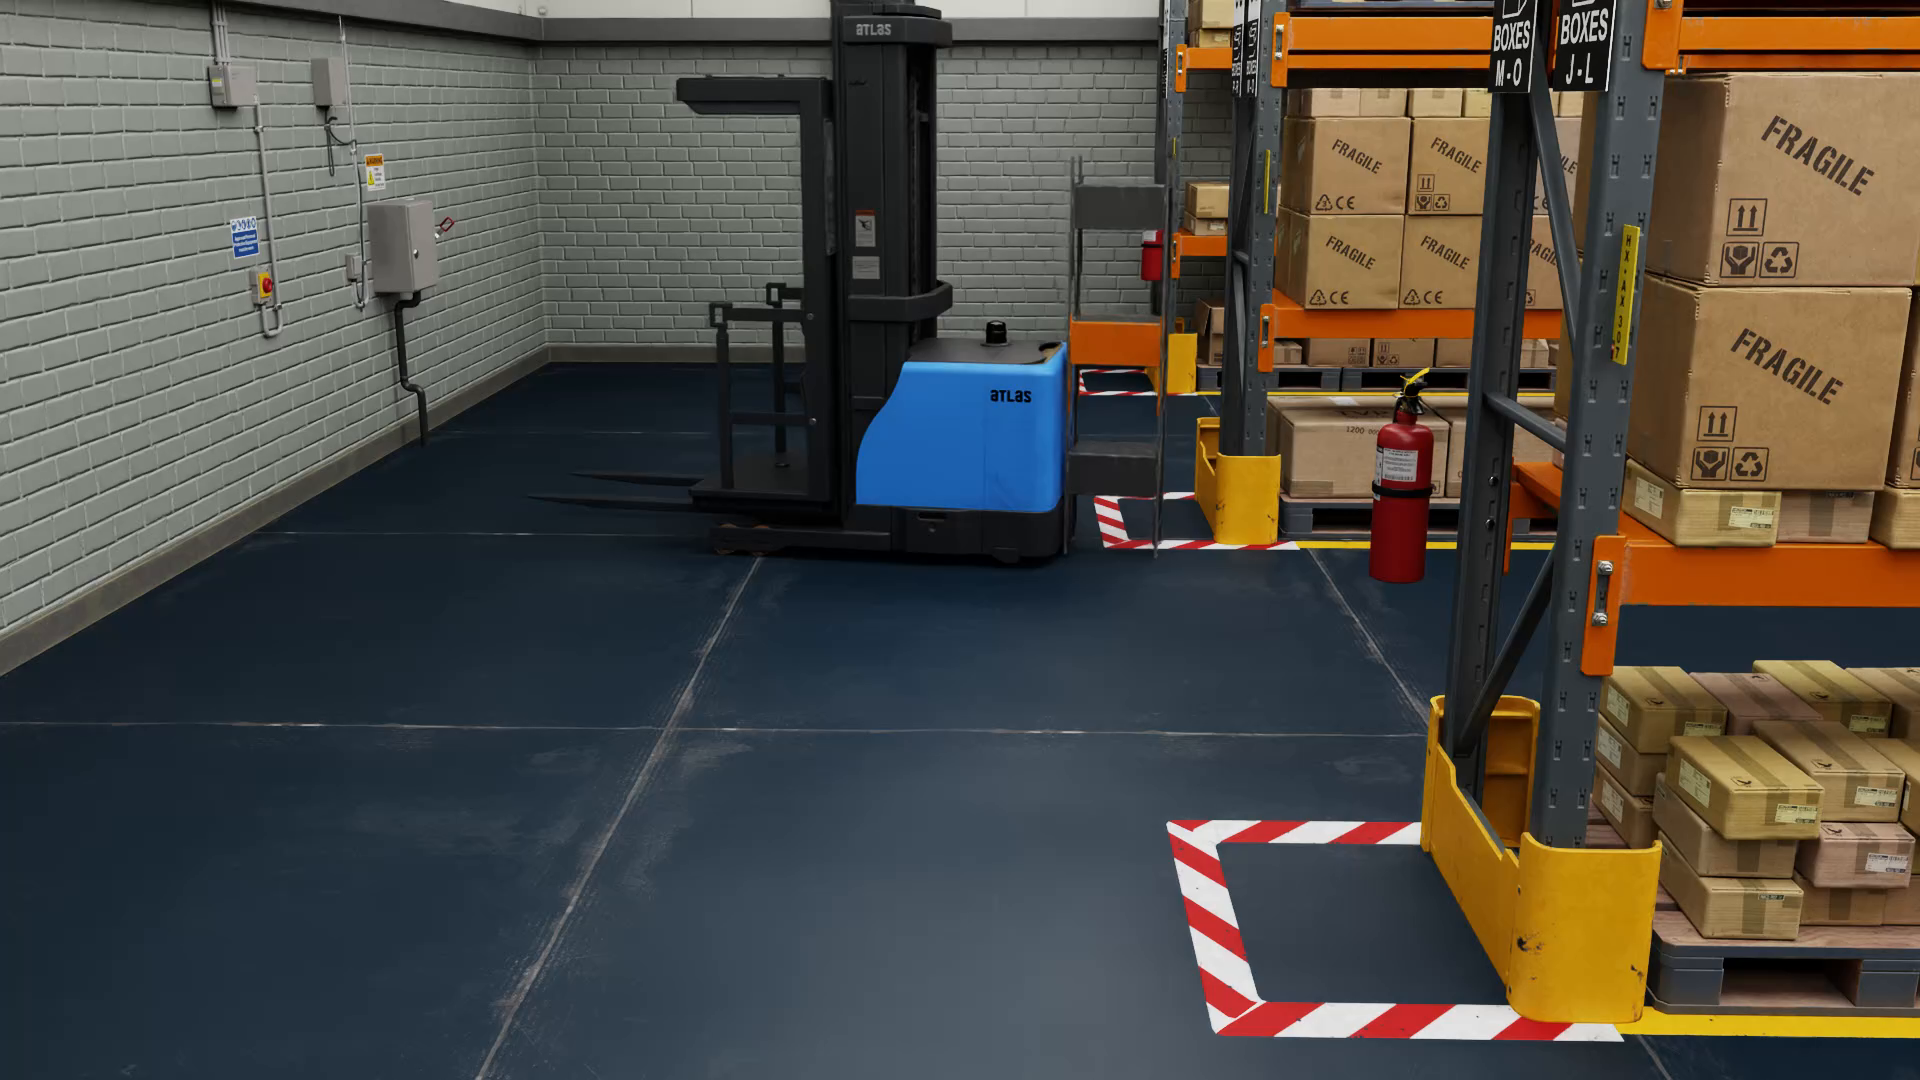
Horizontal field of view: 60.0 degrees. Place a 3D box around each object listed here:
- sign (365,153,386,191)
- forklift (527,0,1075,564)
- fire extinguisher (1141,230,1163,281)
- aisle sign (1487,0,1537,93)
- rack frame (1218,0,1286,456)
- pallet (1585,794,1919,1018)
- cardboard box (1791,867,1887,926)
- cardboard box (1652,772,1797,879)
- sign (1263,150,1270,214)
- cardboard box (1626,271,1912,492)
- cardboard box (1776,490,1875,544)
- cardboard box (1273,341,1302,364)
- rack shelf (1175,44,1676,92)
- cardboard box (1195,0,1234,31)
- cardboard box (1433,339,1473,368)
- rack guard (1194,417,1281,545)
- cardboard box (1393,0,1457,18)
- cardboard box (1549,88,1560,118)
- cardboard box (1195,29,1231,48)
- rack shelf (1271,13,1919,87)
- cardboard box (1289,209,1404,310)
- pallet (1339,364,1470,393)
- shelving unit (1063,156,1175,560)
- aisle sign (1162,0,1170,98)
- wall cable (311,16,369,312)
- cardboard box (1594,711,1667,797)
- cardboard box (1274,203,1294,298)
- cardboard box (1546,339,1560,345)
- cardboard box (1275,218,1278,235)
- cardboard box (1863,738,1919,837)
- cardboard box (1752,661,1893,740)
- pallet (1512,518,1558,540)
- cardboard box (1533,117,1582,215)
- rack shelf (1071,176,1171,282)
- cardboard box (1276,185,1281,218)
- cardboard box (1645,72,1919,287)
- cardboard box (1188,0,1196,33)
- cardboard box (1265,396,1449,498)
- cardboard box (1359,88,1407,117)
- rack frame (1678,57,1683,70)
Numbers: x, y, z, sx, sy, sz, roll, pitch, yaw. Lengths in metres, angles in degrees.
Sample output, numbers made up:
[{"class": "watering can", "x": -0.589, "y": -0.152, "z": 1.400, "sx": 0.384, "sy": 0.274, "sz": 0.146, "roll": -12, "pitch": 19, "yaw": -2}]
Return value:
[{"class": "sign", "x": -4.011, "y": -2.524, "z": 11.407, "sx": 0.001, "sy": 0.242, "sz": 0.339, "roll": 0, "pitch": 15, "yaw": 1}, {"class": "forklift", "x": -0.900, "y": -1.458, "z": 9.120, "sx": 3.031, "sy": 2.935, "sz": 1.130, "roll": 3, "pitch": 15, "yaw": 11}, {"class": "fire extinguisher", "x": 1.599, "y": -2.503, "z": 13.829, "sx": 0.183, "sy": 0.674, "sz": 0.296, "roll": 0, "pitch": 15, "yaw": 1}, {"class": "aisle sign", "x": 1.545, "y": -1.643, "z": 4.590, "sx": 0.004, "sy": 0.787, "sz": 0.394, "roll": 0, "pitch": 15, "yaw": 1}, {"class": "rack frame", "x": 1.635, "y": -1.572, "z": 9.417, "sx": 0.127, "sy": 3.000, "sz": 1.000, "roll": 0, "pitch": 15, "yaw": 1}, {"class": "pallet", "x": 2.497, "y": 1.055, "z": 4.929, "sx": 1.213, "sy": 0.211, "sz": 1.003, "roll": 0, "pitch": 15, "yaw": 1}, {"class": "cardboard box", "x": 2.389, "y": 0.933, "z": 4.690, "sx": 0.250, "sy": 0.149, "sz": 0.380, "roll": 0, "pitch": 15, "yaw": 1}, {"class": "cardboard box", "x": 2.127, "y": 0.792, "z": 4.641, "sx": 0.250, "sy": 0.149, "sz": 0.380, "roll": 1, "pitch": 15, "yaw": 4}, {"class": "sign", "x": 1.615, "y": -1.887, "z": 8.760, "sx": 0.005, "sy": 0.325, "sz": 0.100, "roll": 0, "pitch": 15, "yaw": 1}, {"class": "cardboard box", "x": 2.052, "y": -0.427, "z": 4.301, "sx": 0.500, "sy": 0.500, "sz": 0.500, "roll": 1, "pitch": 15, "yaw": 4}, {"class": "cardboard box", "x": 2.181, "y": -0.110, "z": 4.370, "sx": 0.250, "sy": 0.149, "sz": 0.380, "roll": 1, "pitch": 15, "yaw": 3}, {"class": "cardboard box", "x": 2.791, "y": -1.621, "z": 14.370, "sx": 0.250, "sy": 0.149, "sz": 0.380, "roll": 0, "pitch": 15, "yaw": -1}, {"class": "rack shelf", "x": 3.758, "y": -3.927, "z": 13.874, "sx": 4.000, "sy": 0.370, "sz": 1.077, "roll": 0, "pitch": 15, "yaw": 1}, {"class": "cardboard box", "x": 2.195, "y": -4.287, "z": 13.538, "sx": 0.500, "sy": 0.250, "sz": 0.500, "roll": 0, "pitch": 15, "yaw": 1}, {"class": "cardboard box", "x": 4.259, "y": -1.781, "z": 14.289, "sx": 0.500, "sy": 0.500, "sz": 0.700, "roll": 0, "pitch": 15, "yaw": -1}, {"class": "rack guard", "x": 1.611, "y": -0.363, "z": 9.736, "sx": 0.348, "sy": 0.500, "sz": 1.175, "roll": 0, "pitch": 15, "yaw": 1}, {"class": "cardboard box", "x": 3.733, "y": -4.284, "z": 13.530, "sx": 0.500, "sy": 0.250, "sz": 0.500, "roll": 0, "pitch": 15, "yaw": 1}, {"class": "cardboard box", "x": 3.031, "y": -2.344, "z": 8.918, "sx": 0.250, "sy": 0.149, "sz": 0.380, "roll": 1, "pitch": 15, "yaw": 2}, {"class": "cardboard box", "x": 2.071, "y": -4.105, "z": 13.631, "sx": 0.250, "sy": 0.149, "sz": 0.380, "roll": 1, "pitch": 15, "yaw": 3}, {"class": "rack shelf", "x": 3.635, "y": -2.661, "z": 9.077, "sx": 4.000, "sy": 0.370, "sz": 1.077, "roll": 0, "pitch": 15, "yaw": 1}, {"class": "cardboard box", "x": 2.108, "y": -1.544, "z": 9.115, "sx": 0.500, "sy": 0.500, "sz": 0.500, "roll": 0, "pitch": 15, "yaw": 1}, {"class": "pallet", "x": 3.848, "y": -1.475, "z": 14.517, "sx": 1.213, "sy": 0.211, "sz": 1.003, "roll": 0, "pitch": 15, "yaw": 1}, {"class": "shelving unit", "x": 0.847, "y": -0.973, "z": 8.896, "sx": 0.503, "sy": 2.100, "sz": 0.431, "roll": 3, "pitch": 14, "yaw": 11}, {"class": "aisle sign", "x": 1.683, "y": -4.020, "z": 13.601, "sx": 0.004, "sy": 0.787, "sz": 0.394, "roll": 0, "pitch": 15, "yaw": 1}, {"class": "wall cable", "x": -3.978, "y": -2.455, "z": 10.775, "sx": 0.122, "sy": 1.984, "sz": 0.588, "roll": 0, "pitch": 15, "yaw": 1}, {"class": "cardboard box", "x": 2.145, "y": 0.654, "z": 5.165, "sx": 0.250, "sy": 0.149, "sz": 0.380, "roll": 0, "pitch": 15, "yaw": 0}, {"class": "cardboard box", "x": 2.124, "y": -1.684, "z": 9.648, "sx": 0.500, "sy": 0.500, "sz": 0.500, "roll": 0, "pitch": 15, "yaw": 2}, {"class": "cardboard box", "x": 5.103, "y": -1.779, "z": 14.650, "sx": 0.500, "sy": 0.311, "sz": 0.500, "roll": 1, "pitch": 15, "yaw": 3}, {"class": "cardboard box", "x": 2.599, "y": -2.661, "z": 14.039, "sx": 0.250, "sy": 0.149, "sz": 0.380, "roll": 0, "pitch": 15, "yaw": 1}, {"class": "cardboard box", "x": 2.652, "y": 0.675, "z": 4.502, "sx": 0.250, "sy": 0.149, "sz": 0.380, "roll": 0, "pitch": 15, "yaw": 1}, {"class": "cardboard box", "x": 2.657, "y": 0.504, "z": 5.150, "sx": 0.250, "sy": 0.149, "sz": 0.380, "roll": 0, "pitch": 15, "yaw": 0}, {"class": "pallet", "x": 3.653, "y": -0.229, "z": 9.796, "sx": 1.213, "sy": 0.211, "sz": 1.003, "roll": 0, "pitch": 15, "yaw": 1}, {"class": "cardboard box", "x": 3.139, "y": -2.025, "z": 8.978, "sx": 0.500, "sy": 0.500, "sz": 0.500, "roll": 0, "pitch": 15, "yaw": 1}, {"class": "rack shelf", "x": 0.850, "y": -1.640, "z": 8.734, "sx": 0.480, "sy": 0.518, "sz": 0.431, "roll": 3, "pitch": 14, "yaw": 11}, {"class": "cardboard box", "x": 2.709, "y": -2.834, "z": 13.912, "sx": 0.500, "sy": 0.250, "sz": 0.500, "roll": 1, "pitch": 15, "yaw": 2}, {"class": "cardboard box", "x": 2.052, "y": -0.914, "z": 4.184, "sx": 0.500, "sy": 0.500, "sz": 0.500, "roll": 0, "pitch": 15, "yaw": 1}, {"class": "cardboard box", "x": 2.210, "y": -4.426, "z": 14.065, "sx": 0.500, "sy": 0.250, "sz": 0.500, "roll": 0, "pitch": 15, "yaw": 0}, {"class": "cardboard box", "x": 2.298, "y": -0.557, "z": 9.770, "sx": 0.875, "sy": 0.438, "sz": 0.875, "roll": 0, "pitch": 15, "yaw": 0}, {"class": "cardboard box", "x": 2.247, "y": -2.361, "z": 8.980, "sx": 0.250, "sy": 0.149, "sz": 0.380, "roll": 1, "pitch": 15, "yaw": 3}, {"class": "rack frame", "x": 5.757, "y": -2.811, "z": 14.116, "sx": 0.127, "sy": 3.000, "sz": 1.000, "roll": 0, "pitch": 15, "yaw": 1}]
